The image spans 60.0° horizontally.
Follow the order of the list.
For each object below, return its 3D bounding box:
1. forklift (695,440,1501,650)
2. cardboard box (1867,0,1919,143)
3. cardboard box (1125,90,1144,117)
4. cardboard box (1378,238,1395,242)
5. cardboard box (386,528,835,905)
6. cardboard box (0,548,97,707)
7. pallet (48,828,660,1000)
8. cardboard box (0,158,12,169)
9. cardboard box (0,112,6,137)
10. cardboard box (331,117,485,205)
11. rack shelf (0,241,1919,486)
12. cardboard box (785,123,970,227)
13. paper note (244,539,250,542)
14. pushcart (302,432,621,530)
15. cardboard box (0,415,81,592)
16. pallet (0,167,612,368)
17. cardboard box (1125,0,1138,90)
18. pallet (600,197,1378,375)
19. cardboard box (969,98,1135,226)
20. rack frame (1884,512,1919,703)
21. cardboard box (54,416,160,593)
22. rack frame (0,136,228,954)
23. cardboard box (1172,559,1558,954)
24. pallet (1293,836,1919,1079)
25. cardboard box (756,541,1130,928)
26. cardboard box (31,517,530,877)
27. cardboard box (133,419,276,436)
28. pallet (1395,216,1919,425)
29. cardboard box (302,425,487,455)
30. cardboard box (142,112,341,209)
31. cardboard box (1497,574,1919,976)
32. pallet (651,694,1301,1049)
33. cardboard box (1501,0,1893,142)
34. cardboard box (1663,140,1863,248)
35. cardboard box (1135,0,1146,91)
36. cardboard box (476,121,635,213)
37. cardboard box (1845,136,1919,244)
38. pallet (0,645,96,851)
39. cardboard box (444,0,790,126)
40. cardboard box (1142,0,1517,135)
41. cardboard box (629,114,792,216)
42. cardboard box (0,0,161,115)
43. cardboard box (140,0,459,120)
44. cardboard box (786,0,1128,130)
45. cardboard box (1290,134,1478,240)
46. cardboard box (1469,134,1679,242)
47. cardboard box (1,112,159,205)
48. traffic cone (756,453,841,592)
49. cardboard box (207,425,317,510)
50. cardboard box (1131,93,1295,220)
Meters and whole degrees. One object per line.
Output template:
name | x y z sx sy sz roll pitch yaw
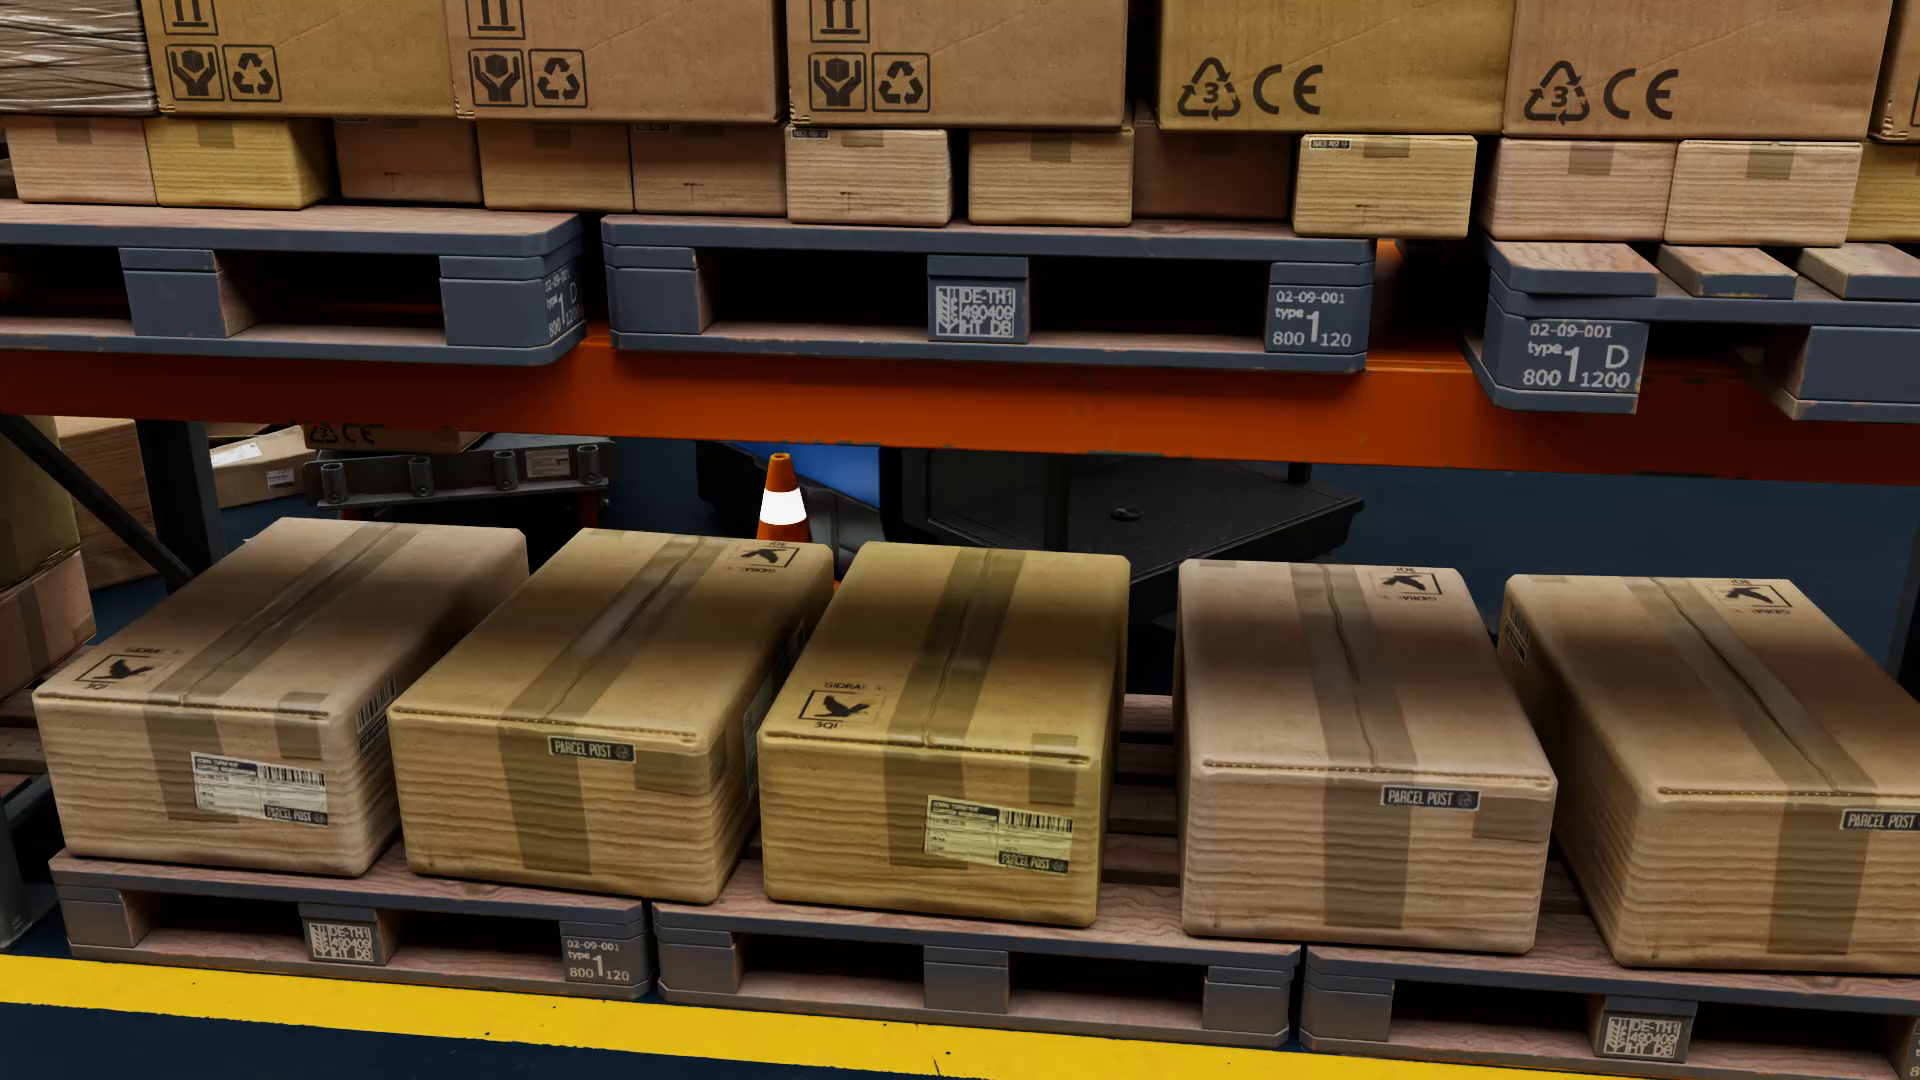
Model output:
forklift | 0.450 -1.158 4.382 1.130 2.935 3.031 -17 27 -37
cardboard box | 1.570 -0.875 2.461 0.500 0.500 0.500 2 22 5
cardboard box | 0.406 -0.789 3.127 0.250 0.149 0.380 3 22 8
cardboard box | 1.943 -1.596 7.887 0.750 0.750 1.050 2 22 6
cardboard box | -0.682 0.329 3.531 0.625 0.372 0.950 4 22 10
cardboard box | -2.472 0.210 3.998 0.500 0.250 0.500 2 22 4
pallet | -1.144 0.580 3.685 1.213 0.211 1.003 2 22 6
cardboard box | -2.193 -0.763 3.633 0.250 0.149 0.380 2 22 6
cardboard box | -2.322 -1.055 3.488 0.500 0.500 0.500 2 22 6
cardboard box | -0.869 -0.690 2.877 0.250 0.149 0.380 4 22 10
rack shelf | 0.069 -0.328 3.169 4.000 0.370 1.077 2 22 6
cardboard box | -0.115 -0.622 2.704 0.250 0.149 0.380 3 22 8
paper note | -2.243 -0.015 5.435 0.142 0.019 0.148 2 22 6
pushcart | -1.699 -0.365 5.849 0.936 0.377 1.648 -5 22 -12
cardboard box | -2.472 -0.139 3.860 0.500 0.500 0.500 4 22 9
pallet | -1.176 -0.574 3.073 1.213 0.211 1.003 2 22 6
cardboard box | 0.093 -1.126 3.095 0.500 0.500 0.500 2 22 4
pallet | 0.084 -0.558 3.032 1.213 0.211 1.003 2 22 6
cardboard box | 0.153 -0.621 2.702 0.250 0.149 0.380 2 22 5
rack frame | 2.055 -0.576 2.818 0.127 3.000 1.000 2 22 6
cardboard box | -2.822 -0.131 5.089 0.500 0.500 0.500 -19 28 -40
rack frame | -1.918 -0.750 3.256 0.127 3.000 1.000 2 22 6
cardboard box | 0.761 0.393 3.368 0.625 0.372 0.950 2 22 5
pallet | 1.279 0.686 3.418 1.213 0.211 1.003 2 22 6
cardboard box | 0.009 0.358 3.457 0.625 0.372 0.950 3 22 8
cardboard box | -1.396 0.299 3.607 0.625 0.372 0.950 3 22 7
cardboard box | -2.918 -0.636 6.179 0.503 0.637 0.797 2 22 6
pallet | 1.334 -0.479 2.833 1.003 0.211 1.213 2 22 6
cardboard box | -1.738 -0.590 5.223 0.500 0.500 0.500 2 22 6
cardboard box | -1.159 -0.675 2.837 0.250 0.149 0.380 3 22 7
cardboard box | 1.495 0.422 3.295 0.625 0.372 0.950 1 22 3
pallet | 0.071 0.632 3.553 1.213 0.211 1.003 2 22 6
cardboard box | 1.056 -0.893 2.507 0.500 0.500 0.500 2 22 5
cardboard box | 1.171 -0.563 2.554 0.250 0.149 0.380 2 22 6
cardboard box | 0.589 -1.101 3.033 0.500 0.500 0.500 3 22 7
cardboard box | -0.618 -0.664 2.810 0.250 0.149 0.380 3 22 7
cardboard box | 1.427 -0.568 2.568 0.250 0.149 0.380 3 22 7
pallet | -2.589 0.531 3.809 1.213 0.211 1.003 2 22 6
cardboard box | -0.499 -0.957 2.668 0.500 0.500 0.500 2 22 6
cardboard box | 0.554 -0.915 2.561 0.500 0.500 0.500 1 22 3
cardboard box | -0.373 -0.653 2.781 0.250 0.149 0.380 3 22 7
cardboard box | -1.486 -1.005 2.789 0.500 0.500 0.500 3 22 8
cardboard box | -0.988 -0.983 2.735 0.500 0.500 0.500 3 22 6
cardboard box | 0.012 -0.939 2.622 0.500 0.500 0.500 2 22 4
cardboard box | 0.647 -0.584 2.606 0.250 0.149 0.380 3 22 7
cardboard box | 0.922 -0.577 2.589 0.250 0.149 0.380 1 22 4
cardboard box | -1.406 -0.689 2.873 0.250 0.149 0.380 3 22 7
traffic cone | -0.521 -0.027 4.879 0.334 0.463 0.336 2 22 6
cardboard box | -2.474 -0.297 5.830 0.396 0.266 0.258 -14 25 -31
cardboard box | 0.412 -0.640 2.750 0.250 0.149 0.380 3 22 7
